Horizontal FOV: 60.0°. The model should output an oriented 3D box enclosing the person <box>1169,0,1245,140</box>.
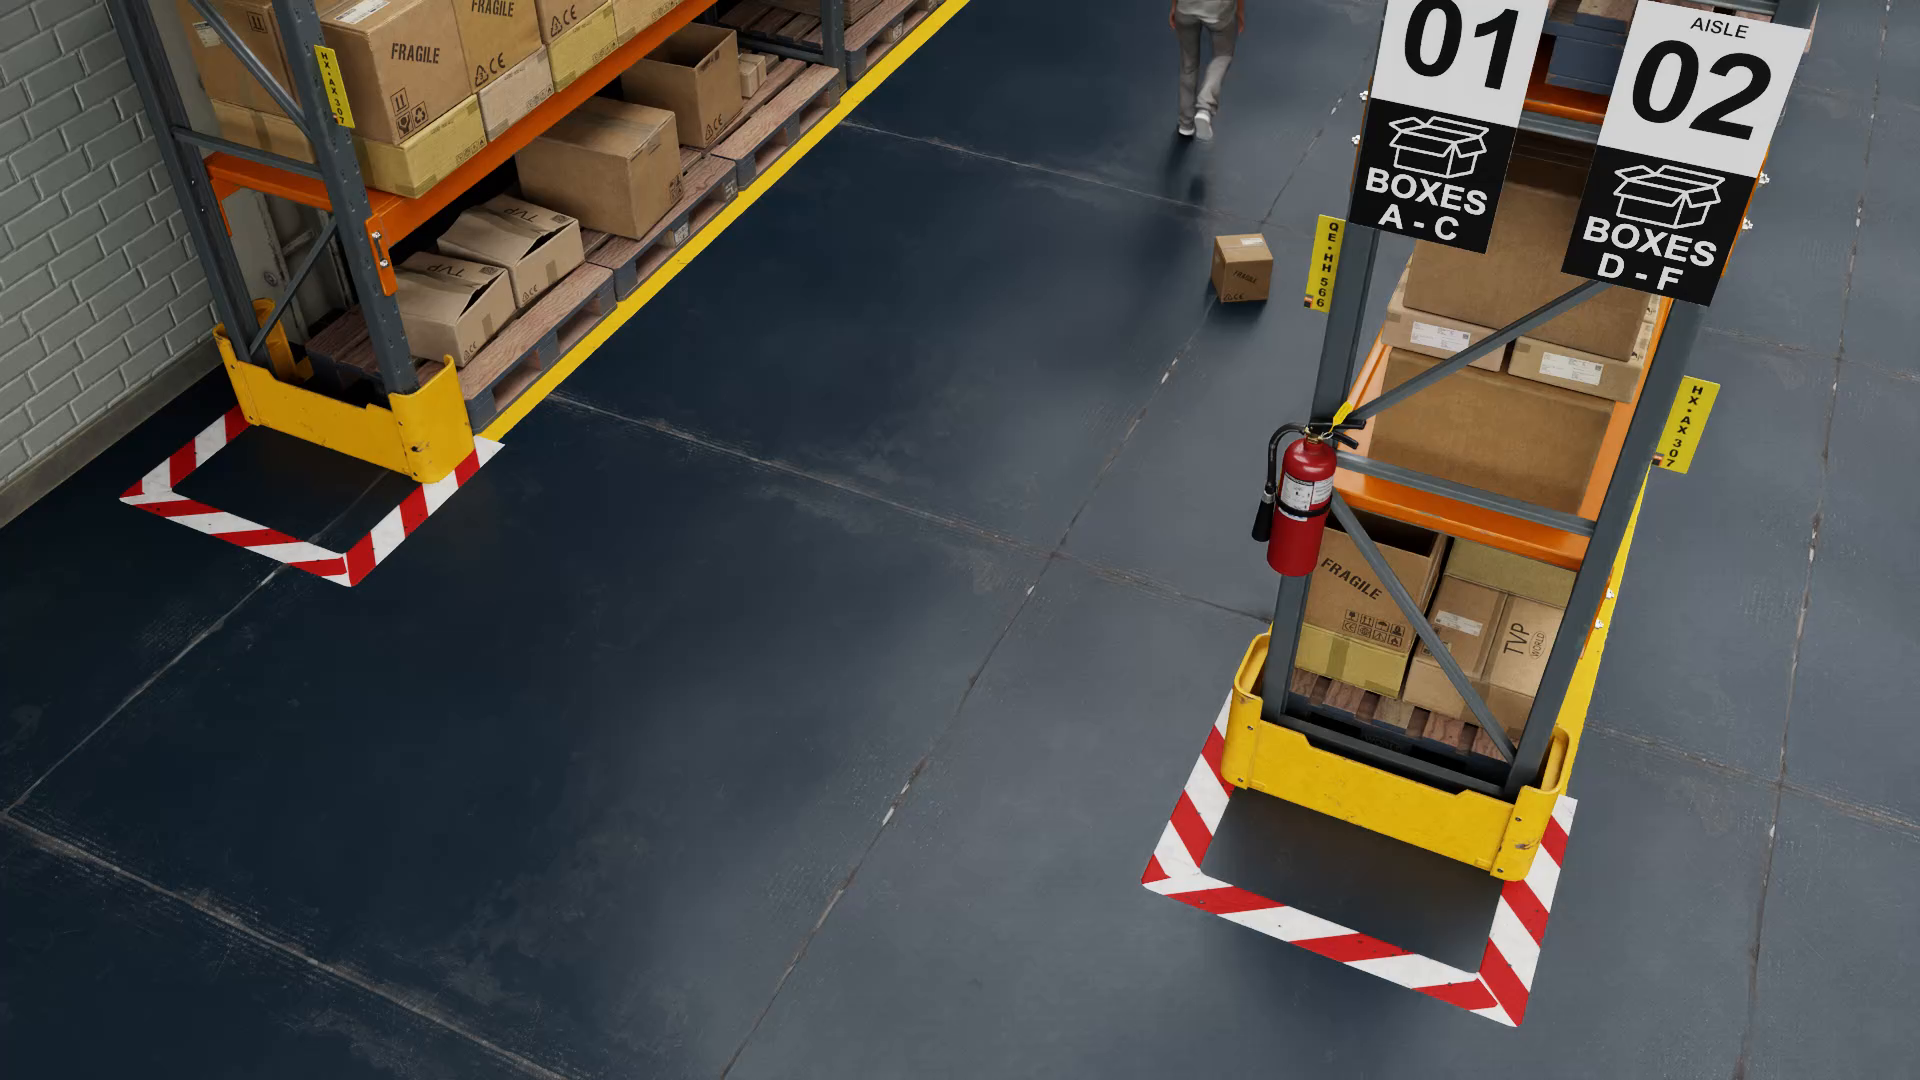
[{"bbox_3d":[1.391,-2.973,9.373,0.436,1.588,0.562,8,43,9],"label":"person"}]
